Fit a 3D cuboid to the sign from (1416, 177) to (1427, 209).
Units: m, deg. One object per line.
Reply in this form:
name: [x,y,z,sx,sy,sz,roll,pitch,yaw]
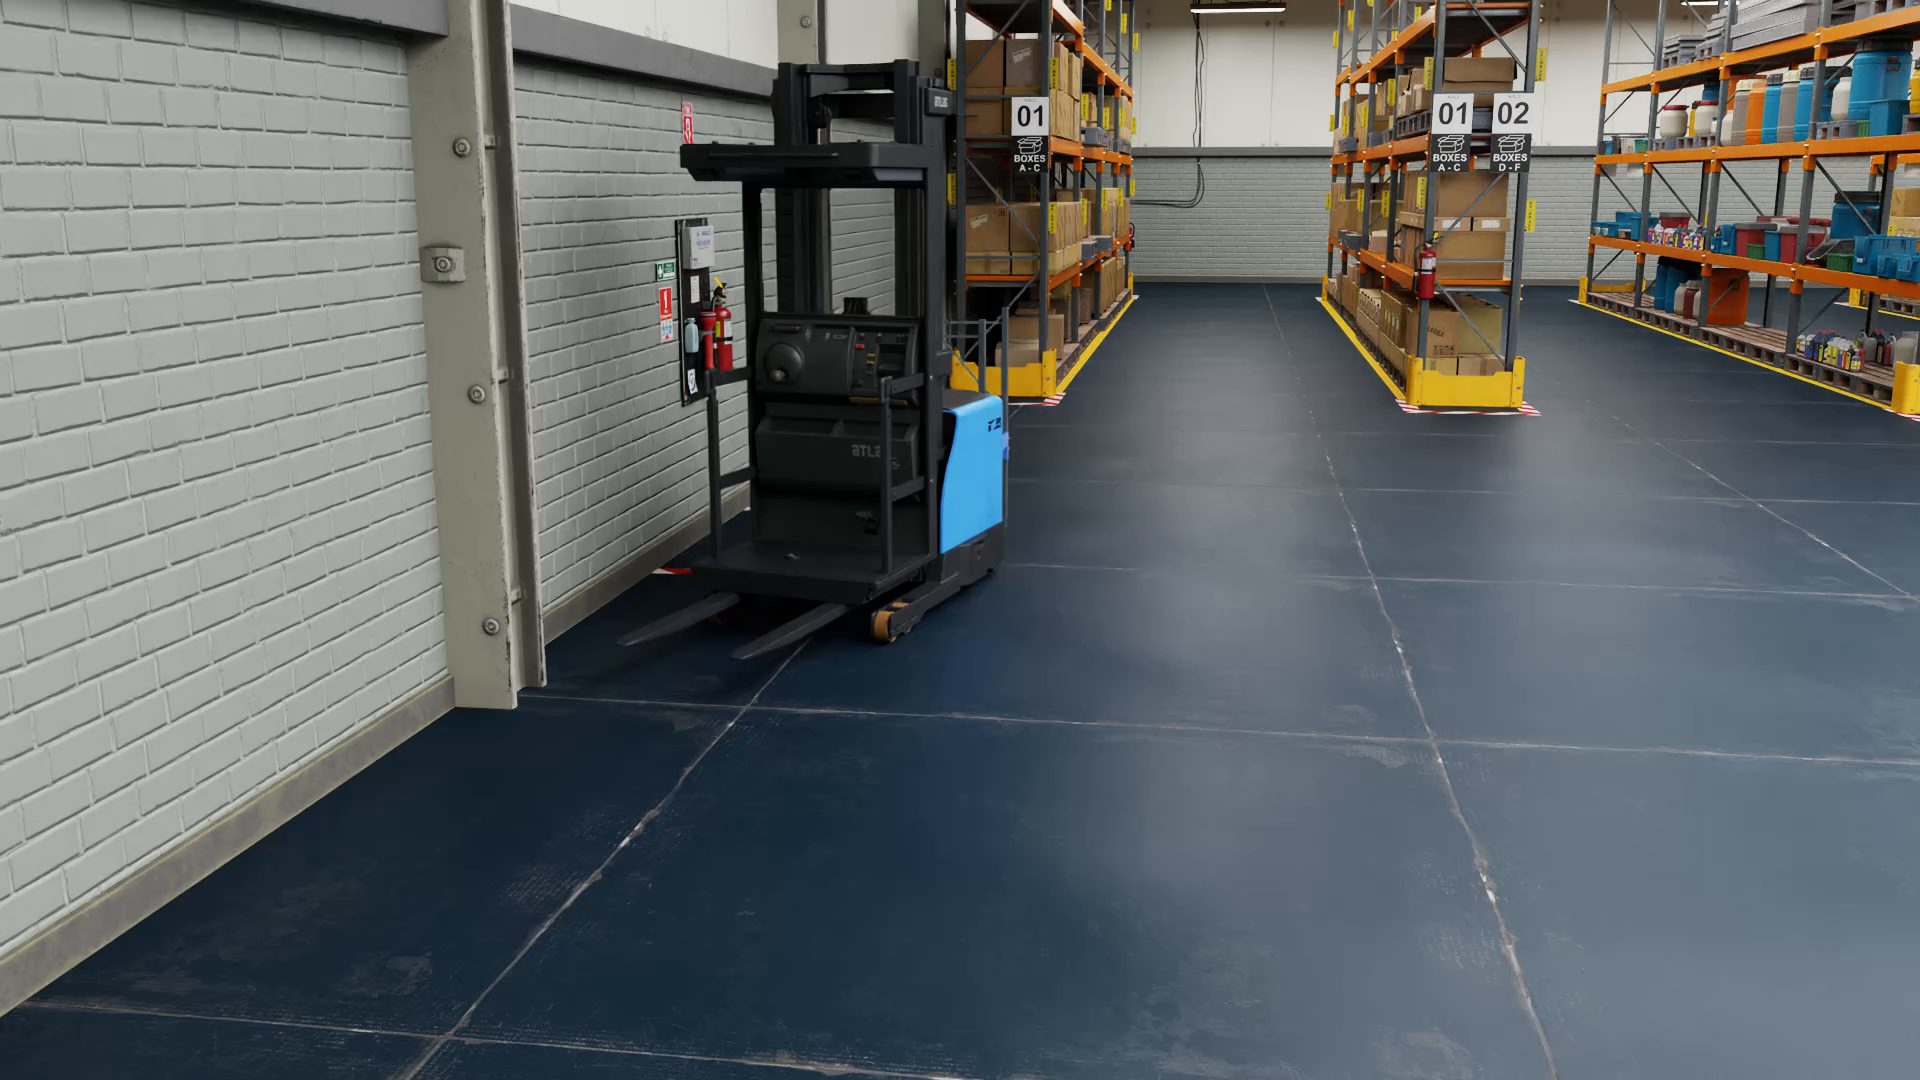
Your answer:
sign: [4.824,-3.619,17.356,0.100,0.325,0.005,2,12,9]

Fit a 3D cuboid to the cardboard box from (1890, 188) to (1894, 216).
cardboard box: [17.189,-6.169,30.369,0.500,0.500,0.500,2,12,7]

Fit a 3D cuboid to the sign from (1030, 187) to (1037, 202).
sign: [1.144,-5.325,25.834,0.100,0.325,0.005,2,12,9]

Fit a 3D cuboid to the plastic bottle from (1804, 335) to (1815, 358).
plastic bottle: [10.362,-2.351,20.205,0.152,0.276,0.135,2,12,11]

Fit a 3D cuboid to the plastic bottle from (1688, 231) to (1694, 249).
plastic bottle: [11.254,-4.608,25.563,0.097,0.271,0.097,0,12,0]

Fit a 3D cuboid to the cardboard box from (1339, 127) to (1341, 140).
cardboard box: [7.247,-7.474,30.604,0.500,0.250,0.500,2,12,9]

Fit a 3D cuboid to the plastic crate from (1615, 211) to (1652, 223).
plastic crate: [12.845,-6.057,31.752,0.616,0.435,0.499,2,12,9]

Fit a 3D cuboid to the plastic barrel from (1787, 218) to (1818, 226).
plastic barrel: [11.410,-4.089,22.526,0.433,0.535,0.433,0,12,0]

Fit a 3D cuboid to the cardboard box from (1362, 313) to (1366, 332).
cardboard box: [6.067,-3.131,23.930,0.500,0.250,0.500,2,12,7]

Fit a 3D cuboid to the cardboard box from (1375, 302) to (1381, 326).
cardboard box: [5.752,-2.978,21.892,0.500,0.311,0.500,2,12,9]

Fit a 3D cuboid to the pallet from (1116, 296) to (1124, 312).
pallet: [2.502,-4.367,30.756,1.003,0.211,1.213,2,12,9]

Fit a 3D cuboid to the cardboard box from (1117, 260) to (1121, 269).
cardboard box: [2.837,-5.201,31.405,0.380,0.149,0.250,2,12,7]

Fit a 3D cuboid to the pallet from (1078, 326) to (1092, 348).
pallet: [1.381,-2.963,24.240,1.003,0.211,1.213,2,12,9]

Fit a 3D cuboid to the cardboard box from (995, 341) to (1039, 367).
cardboard box: [0.658,-2.118,19.040,0.500,0.311,0.500,0,12,2]

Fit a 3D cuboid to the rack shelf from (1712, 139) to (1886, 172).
rack shelf: [11.174,-5.119,22.215,1.077,0.370,4.000,2,12,9]

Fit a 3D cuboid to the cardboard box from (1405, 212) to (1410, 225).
cardboard box: [5.625,-3.905,20.216,0.380,0.149,0.250,2,12,8]

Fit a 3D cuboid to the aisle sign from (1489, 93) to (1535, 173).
aisle sign: [5.650,-4.164,17.024,0.394,0.787,0.004,2,12,9]

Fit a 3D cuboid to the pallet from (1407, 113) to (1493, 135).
pallet: [5.677,-4.741,18.962,1.003,0.211,1.213,2,12,9]

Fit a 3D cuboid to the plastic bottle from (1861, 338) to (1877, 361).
plastic bottle: [10.873,-2.288,19.911,0.152,0.276,0.135,2,12,9]

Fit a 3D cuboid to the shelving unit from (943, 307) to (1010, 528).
shelving unit: [-0.007,-0.718,10.765,0.538,1.500,1.048,2,12,9]

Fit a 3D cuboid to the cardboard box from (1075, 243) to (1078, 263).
cardboard box: [1.220,-3.634,21.043,0.500,0.250,0.500,2,12,9]

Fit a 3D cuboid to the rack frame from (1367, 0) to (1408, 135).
rack frame: [6.588,-7.515,24.503,1.000,3.000,0.127,2,12,9]

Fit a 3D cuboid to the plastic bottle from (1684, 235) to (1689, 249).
plastic bottle: [11.284,-4.615,25.758,0.097,0.201,0.097,0,12,0]

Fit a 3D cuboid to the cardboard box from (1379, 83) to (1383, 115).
cardboard box: [6.740,-6.783,25.616,0.500,0.500,0.500,2,12,9]

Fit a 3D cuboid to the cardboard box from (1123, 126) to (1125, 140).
cardboard box: [2.767,-7.463,30.503,0.500,0.250,0.500,2,12,7]

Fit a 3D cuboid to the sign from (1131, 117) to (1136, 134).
sign: [3.457,-8.247,33.108,0.100,0.325,0.005,2,12,9]

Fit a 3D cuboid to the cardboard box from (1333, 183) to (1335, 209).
cardboard box: [7.417,-6.592,31.851,0.500,0.500,0.500,2,12,9]

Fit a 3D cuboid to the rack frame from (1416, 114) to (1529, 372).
rack frame: [5.358,-2.917,17.408,1.000,3.000,0.127,2,12,9]

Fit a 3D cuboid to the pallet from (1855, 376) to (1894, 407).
pallet: [10.347,-1.579,17.817,1.003,0.211,1.213,2,12,9]

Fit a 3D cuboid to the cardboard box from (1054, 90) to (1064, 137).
cardboard box: [0.879,-4.774,18.619,0.500,0.500,0.500,3,12,12]

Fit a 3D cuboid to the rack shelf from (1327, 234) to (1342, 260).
rack shelf: [7.511,-5.479,31.006,1.077,0.370,4.000,2,12,9]

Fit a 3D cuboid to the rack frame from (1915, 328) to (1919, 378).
rack frame: [10.252,-2.755,16.659,1.000,3.000,0.127,2,12,9]

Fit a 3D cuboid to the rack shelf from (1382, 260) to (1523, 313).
rack shelf: [5.665,-2.981,19.415,1.077,0.370,4.000,2,12,9]

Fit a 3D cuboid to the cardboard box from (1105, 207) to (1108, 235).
cardboard box: [2.110,-5.147,26.767,0.500,0.500,0.500,2,12,11]

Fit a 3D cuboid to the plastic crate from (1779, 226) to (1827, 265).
plastic crate: [10.639,-3.730,21.030,0.402,0.464,0.583,2,12,9]

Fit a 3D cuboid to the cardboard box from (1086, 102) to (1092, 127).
cardboard box: [1.709,-6.573,25.971,0.700,0.500,0.500,1,12,4]

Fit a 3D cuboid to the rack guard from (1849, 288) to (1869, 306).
rack guard: [17.610,-4.709,31.656,1.175,0.500,0.348,2,12,9]

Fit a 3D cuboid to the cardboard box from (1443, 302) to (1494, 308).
cardboard box: [5.799,-2.458,19.027,0.500,0.500,0.500,2,12,9]

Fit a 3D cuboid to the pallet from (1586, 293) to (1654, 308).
pallet: [12.547,-4.553,31.617,1.003,0.211,1.213,2,12,9]

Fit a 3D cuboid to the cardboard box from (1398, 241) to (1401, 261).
cardboard box: [6.006,-3.780,21.769,0.500,0.250,0.500,3,12,12]

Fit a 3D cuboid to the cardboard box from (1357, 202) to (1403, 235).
cardboard box: [6.574,-4.971,25.705,0.700,0.500,0.500,-2,12,-10]

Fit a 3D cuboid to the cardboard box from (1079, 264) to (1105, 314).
cardboard box: [1.936,-4.045,26.749,0.750,0.750,0.750,2,12,8]

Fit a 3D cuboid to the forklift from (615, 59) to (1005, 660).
forklift: [-0.739,-1.004,8.696,1.130,2.935,3.031,5,13,21]

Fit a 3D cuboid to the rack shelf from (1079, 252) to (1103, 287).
rack shelf: [1.385,-3.974,24.020,1.077,0.370,4.000,2,12,9]

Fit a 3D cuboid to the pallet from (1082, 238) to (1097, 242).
pallet: [1.429,-4.235,23.978,1.003,0.211,1.213,2,12,9]

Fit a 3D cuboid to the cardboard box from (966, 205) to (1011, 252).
cardboard box: [0.325,-3.485,18.571,0.500,0.500,0.500,2,12,8]

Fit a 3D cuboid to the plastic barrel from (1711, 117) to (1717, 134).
plastic barrel: [11.502,-6.253,25.099,0.301,0.262,0.301,0,12,0]

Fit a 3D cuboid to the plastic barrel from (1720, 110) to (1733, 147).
plastic barrel: [11.132,-5.887,23.805,0.421,0.512,0.421,0,12,0]

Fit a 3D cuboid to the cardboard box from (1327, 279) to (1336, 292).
cardboard box: [7.378,-4.910,32.140,0.500,0.250,0.500,2,12,9]

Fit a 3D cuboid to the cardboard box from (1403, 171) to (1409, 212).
cardboard box: [5.911,-4.340,20.694,0.700,0.500,0.500,2,12,9]

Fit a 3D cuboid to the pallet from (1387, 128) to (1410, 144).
pallet: [6.096,-5.306,21.829,0.805,0.209,1.217,1,12,6]

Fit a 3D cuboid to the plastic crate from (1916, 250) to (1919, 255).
plastic crate: [10.965,-3.276,19.429,0.499,0.251,0.616,2,12,9]

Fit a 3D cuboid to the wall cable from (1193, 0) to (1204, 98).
wall cable: [6.819,-11.369,37.769,3.097,2.526,0.112,2,12,9]

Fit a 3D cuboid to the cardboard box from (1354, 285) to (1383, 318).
cardboard box: [6.500,-3.777,26.291,0.500,0.500,0.500,2,12,11]

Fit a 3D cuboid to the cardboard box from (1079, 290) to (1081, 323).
cardboard box: [1.440,-3.480,24.910,0.700,0.500,0.500,2,12,9]
